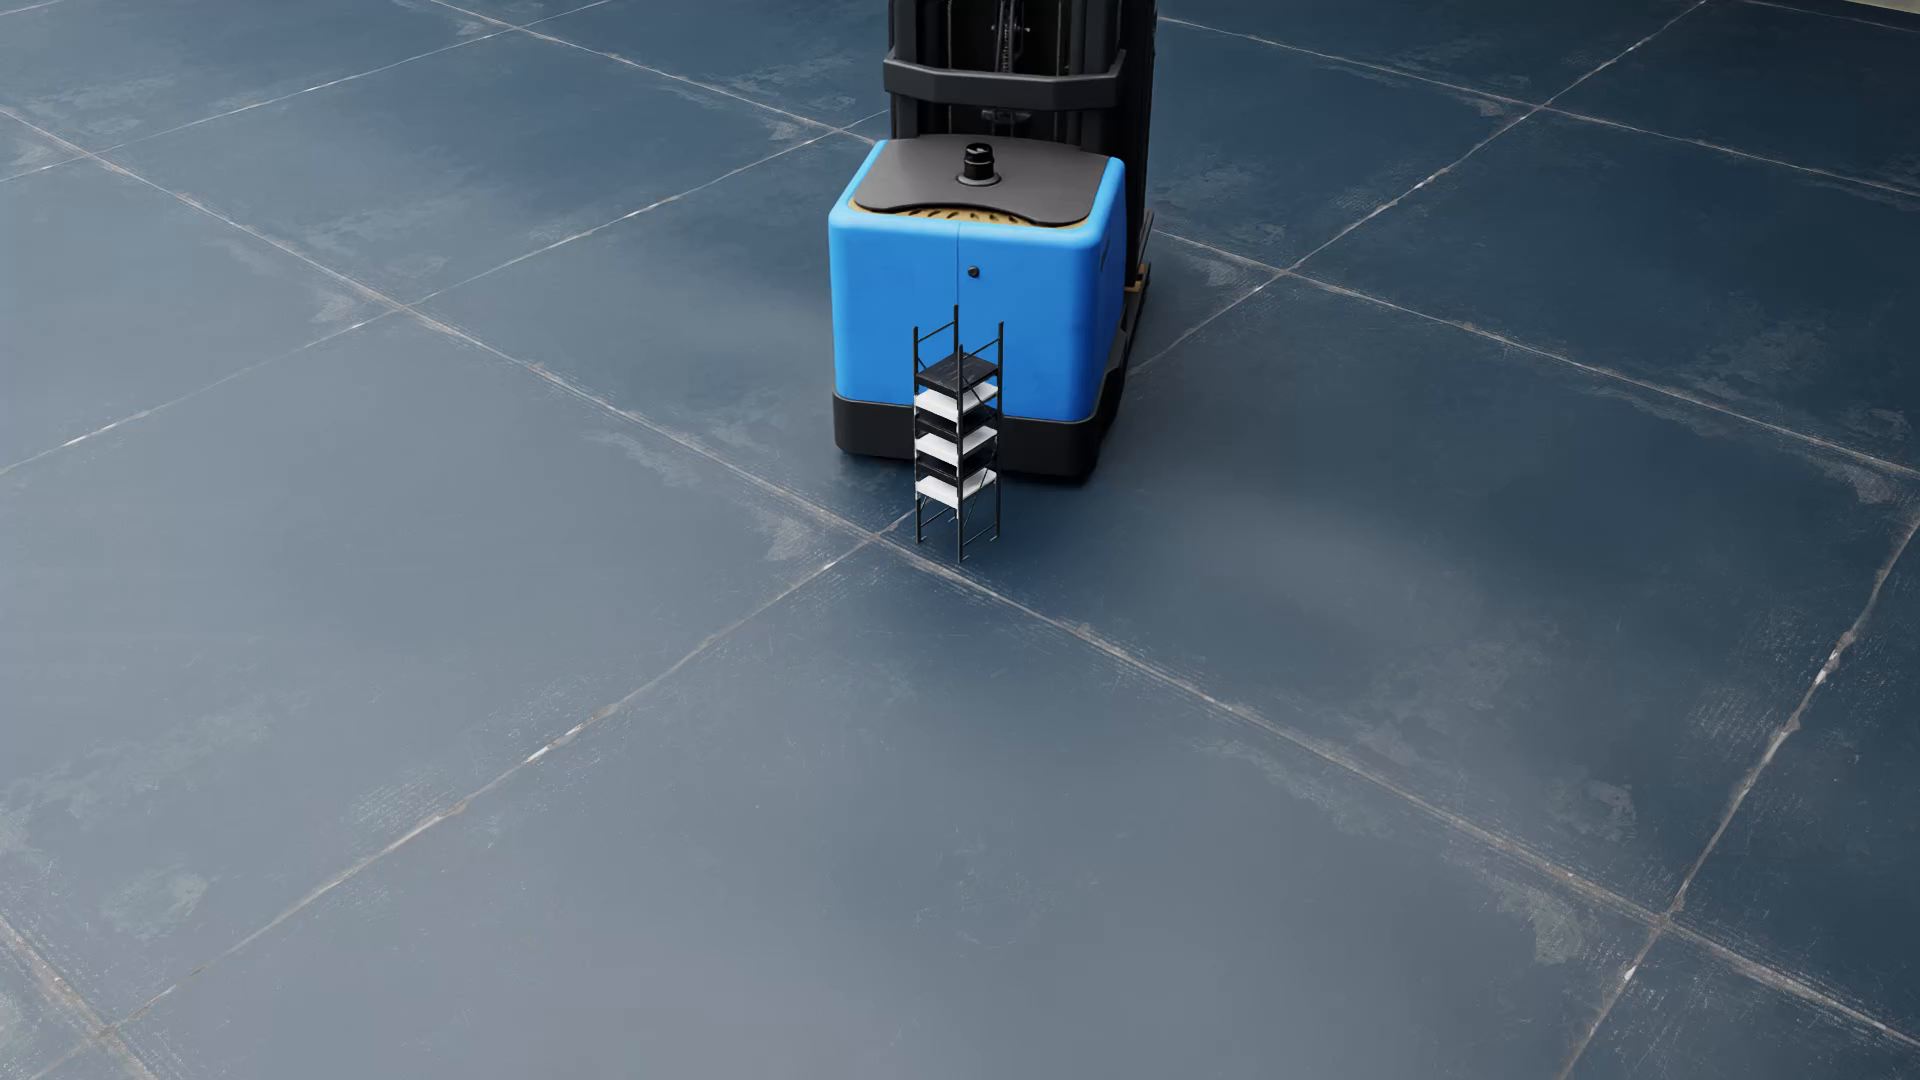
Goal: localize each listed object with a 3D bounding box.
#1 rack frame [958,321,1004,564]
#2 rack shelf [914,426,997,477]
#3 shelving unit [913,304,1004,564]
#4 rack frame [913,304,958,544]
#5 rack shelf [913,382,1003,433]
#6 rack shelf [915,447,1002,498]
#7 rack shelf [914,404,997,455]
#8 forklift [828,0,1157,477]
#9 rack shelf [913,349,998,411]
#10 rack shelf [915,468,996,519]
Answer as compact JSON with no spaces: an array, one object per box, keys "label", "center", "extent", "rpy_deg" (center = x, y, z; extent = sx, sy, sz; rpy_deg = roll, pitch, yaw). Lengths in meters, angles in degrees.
[{"label":"rack frame","center":[0.072,-0.337,5.946],"extent":[0.006,0.900,0.240],"rpy_deg":[25,42,32]},{"label":"rack shelf","center":[-0.006,-0.346,6.018],"extent":[0.200,0.077,0.258],"rpy_deg":[25,42,32]},{"label":"shelving unit","center":[-0.006,-0.374,6.000],"extent":[0.210,0.900,0.258],"rpy_deg":[25,42,32]},{"label":"rack frame","center":[-0.084,-0.411,6.053],"extent":[0.006,0.900,0.240],"rpy_deg":[25,42,32]},{"label":"rack shelf","center":[-0.006,-0.495,5.917],"extent":[0.200,0.077,0.258],"rpy_deg":[25,42,32]},{"label":"rack shelf","center":[-0.006,-0.272,6.069],"extent":[0.200,0.077,0.258],"rpy_deg":[25,42,32]},{"label":"rack shelf","center":[-0.006,-0.421,5.967],"extent":[0.200,0.077,0.258],"rpy_deg":[25,42,32]},{"label":"forklift","center":[0.296,-2.284,6.986],"extent":[1.130,2.935,3.031],"rpy_deg":[7,35,10]},{"label":"rack shelf","center":[-0.006,-0.569,5.866],"extent":[0.200,0.077,0.258],"rpy_deg":[25,42,32]},{"label":"rack shelf","center":[-0.006,-0.198,6.120],"extent":[0.200,0.077,0.258],"rpy_deg":[25,42,32]}]
